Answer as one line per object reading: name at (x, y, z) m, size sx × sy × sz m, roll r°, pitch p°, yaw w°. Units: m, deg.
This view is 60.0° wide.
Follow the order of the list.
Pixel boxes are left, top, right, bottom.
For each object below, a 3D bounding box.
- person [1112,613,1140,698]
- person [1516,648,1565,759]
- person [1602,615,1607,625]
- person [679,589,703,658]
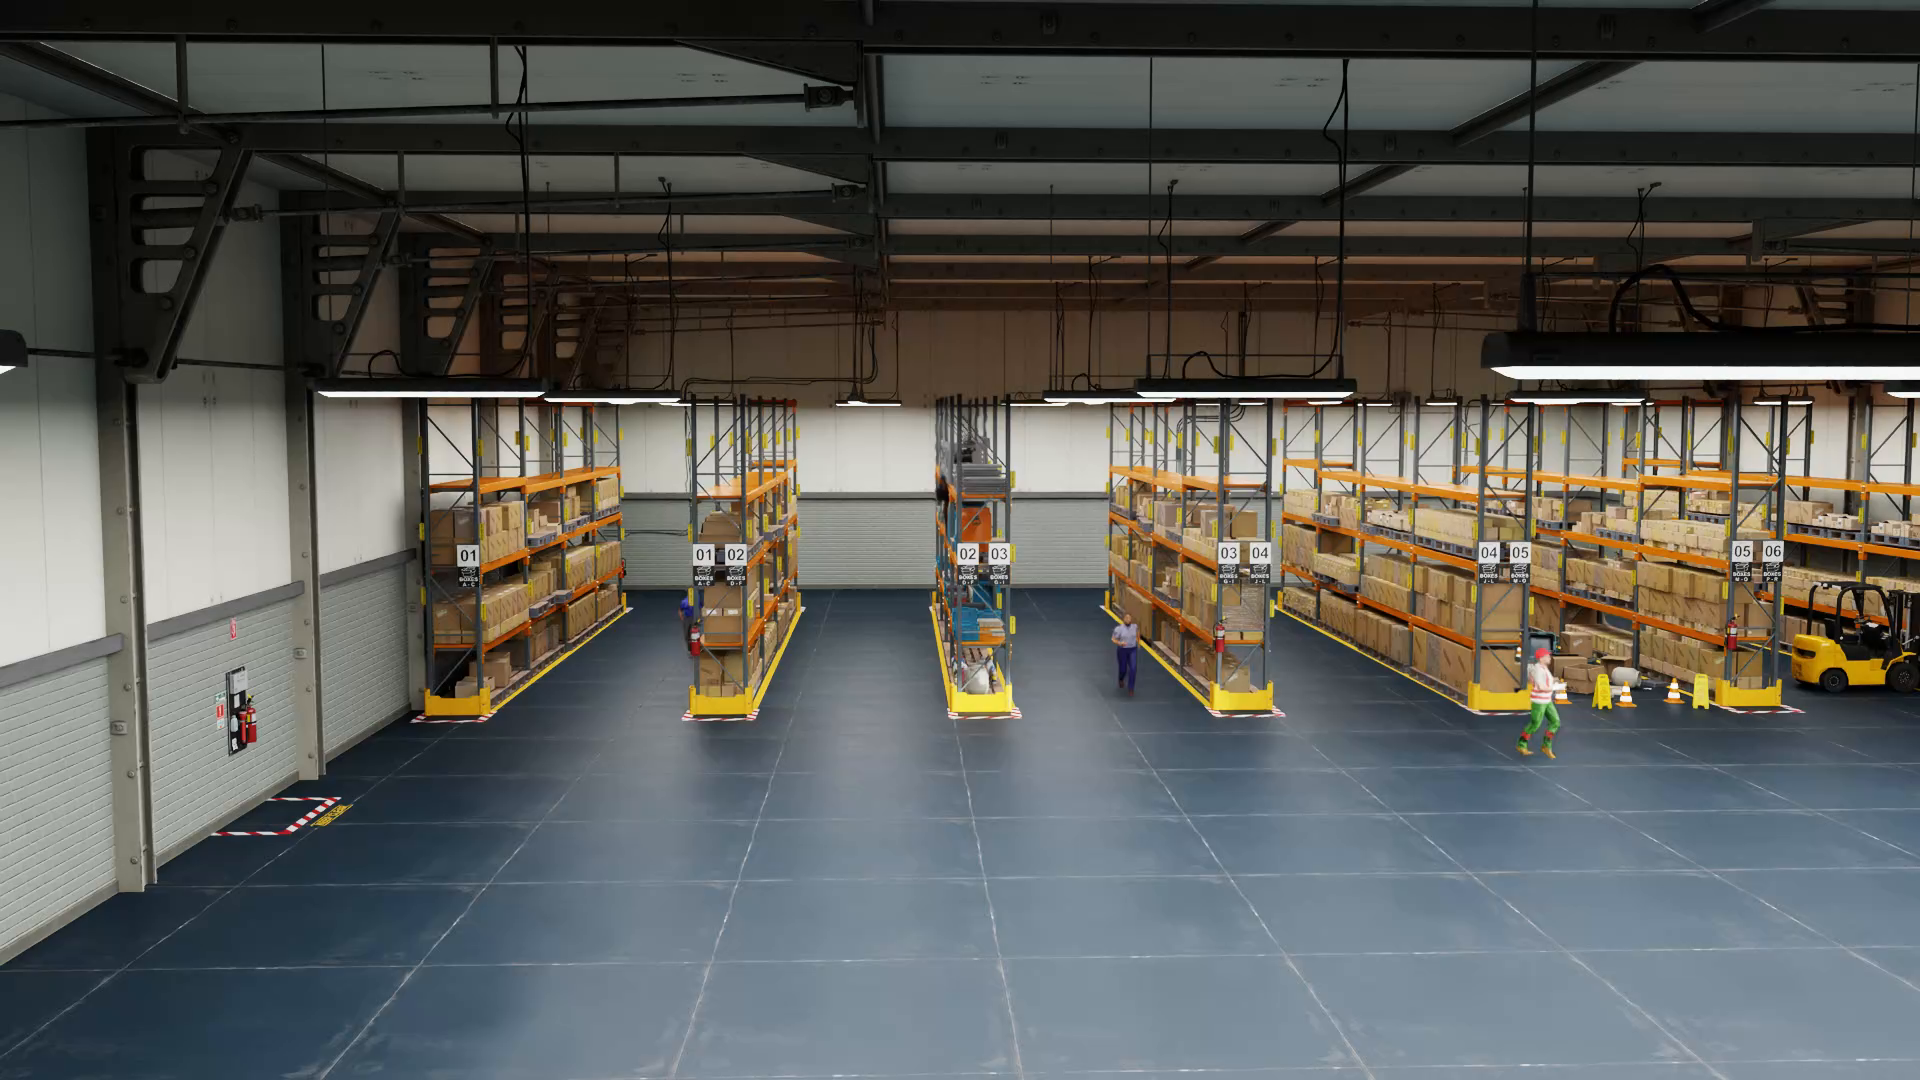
person at (3.349, 2.297, 33.435) m, size 0.636 × 1.693 × 0.879 m, roll -1°, pitch 5°, yaw -9°
person at (9.519, 2.689, 27.222) m, size 0.776 × 1.852 × 0.665 m, roll 3°, pitch 6°, yaw 36°
person at (16.398, 1.530, 42.523) m, size 0.668 × 1.757 × 0.882 m, roll -1°, pitch 5°, yaw -11°
person at (-6.215, 1.905, 38.476) m, size 0.582 × 1.618 × 0.578 m, roll -1°, pitch 5°, yaw -7°
